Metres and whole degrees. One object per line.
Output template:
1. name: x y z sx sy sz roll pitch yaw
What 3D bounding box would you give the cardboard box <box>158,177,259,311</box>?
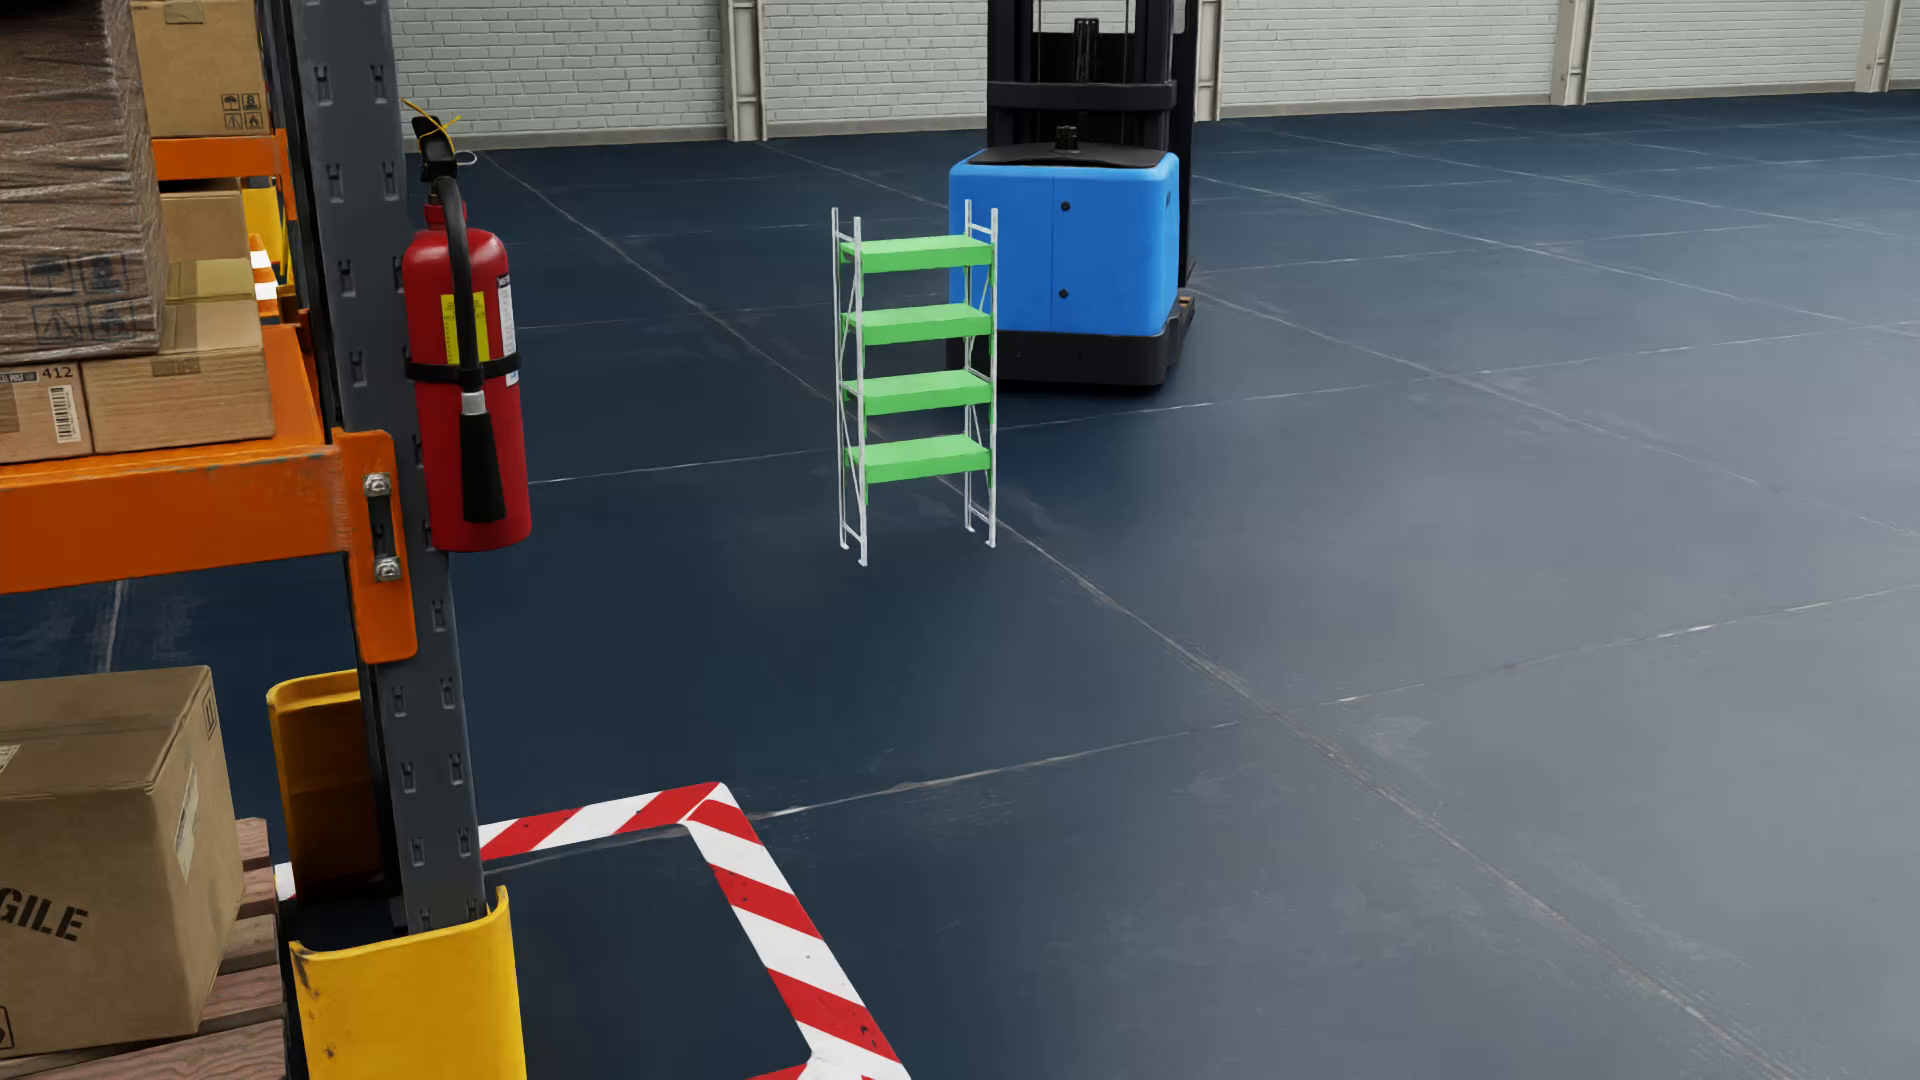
1. cardboard box: -3.524 -1.098 7.191 0.875 0.875 0.875 -8 21 -22

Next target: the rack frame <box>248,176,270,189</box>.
1. rack frame: -4.981 -3.508 11.467 0.127 3.000 1.000 -8 21 -22

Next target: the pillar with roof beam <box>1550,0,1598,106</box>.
1. pillar with roof beam: 10.286 -9.089 18.286 0.400 9.000 9.100 -8 21 -22

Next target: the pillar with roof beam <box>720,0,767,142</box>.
1. pillar with roof beam: -0.733 -7.510 13.802 0.400 9.000 9.100 -8 21 -22

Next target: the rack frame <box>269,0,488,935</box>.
1. rack frame: -1.056 -0.486 2.884 0.127 3.000 1.000 -8 21 -22

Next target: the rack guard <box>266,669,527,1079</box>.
1. rack guard: -1.126 0.704 3.271 0.348 0.500 1.175 -8 21 -22

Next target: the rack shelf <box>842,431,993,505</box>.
1. rack shelf: -0.152 -0.258 5.862 0.480 0.148 0.258 -8 21 -22

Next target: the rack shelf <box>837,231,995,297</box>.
1. rack shelf: -0.152 -0.937 5.623 0.480 0.148 0.258 -8 21 -22

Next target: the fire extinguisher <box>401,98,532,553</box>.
1. fire extinguisher: -0.768 -0.324 2.541 0.183 0.674 0.296 -8 21 -22

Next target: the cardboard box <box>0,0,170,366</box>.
1. cardboard box: -1.572 -0.609 2.637 0.500 0.500 0.875 -8 21 -22

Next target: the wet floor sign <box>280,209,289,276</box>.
1. wet floor sign: -4.383 -2.096 11.003 0.232 0.644 0.267 -1 19 -3

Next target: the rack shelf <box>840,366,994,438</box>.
1. rack shelf: -0.152 -0.484 5.782 0.480 0.148 0.258 -8 21 -22

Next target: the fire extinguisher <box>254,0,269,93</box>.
1. fire extinguisher: -4.694 -3.346 11.124 0.183 0.674 0.296 -8 21 -22

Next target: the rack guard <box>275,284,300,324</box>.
1. rack guard: -2.906 -0.835 7.642 0.348 0.500 1.175 -8 21 -22

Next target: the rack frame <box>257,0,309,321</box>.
1. rack frame: -2.928 -2.011 7.218 0.127 3.000 1.000 -8 21 -22

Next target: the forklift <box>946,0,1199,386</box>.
1. forklift: 0.734 -2.563 8.889 1.130 2.935 3.031 4 20 11

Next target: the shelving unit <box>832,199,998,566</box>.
1. shelving unit: -0.152 -0.544 5.761 0.503 1.200 0.258 -8 21 -22

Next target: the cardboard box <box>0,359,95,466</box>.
1. cardboard box: -1.466 -0.234 2.548 0.250 0.149 0.380 -8 21 -22

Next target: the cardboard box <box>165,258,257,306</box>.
1. cardboard box: -1.412 -0.402 3.026 0.250 0.149 0.380 -8 21 -22

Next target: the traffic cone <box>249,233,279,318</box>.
1. traffic cone: -4.113 -1.567 9.776 0.334 0.463 0.336 -8 21 -22

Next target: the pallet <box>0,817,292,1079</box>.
1. pallet: -1.886 0.936 3.046 1.213 0.211 1.003 -8 21 -22

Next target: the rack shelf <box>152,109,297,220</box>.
1. rack shelf: -4.764 -1.409 6.590 4.000 0.370 1.077 -8 21 -22

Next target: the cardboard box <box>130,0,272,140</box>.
1. cardboard box: -3.251 -2.019 7.015 0.550 0.550 0.875 -8 21 -22

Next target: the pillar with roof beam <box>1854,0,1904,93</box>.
1. pillar with roof beam: 15.795 -9.878 20.527 0.400 9.000 9.100 -8 21 -22

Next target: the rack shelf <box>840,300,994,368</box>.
1. rack shelf: -0.152 -0.710 5.702 0.480 0.148 0.258 -8 21 -22

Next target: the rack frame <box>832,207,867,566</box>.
1. rack frame: -0.376 -0.512 5.670 0.015 1.200 0.240 -8 21 -22

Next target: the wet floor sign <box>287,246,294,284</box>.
1. wet floor sign: -3.686 -1.508 9.335 0.232 0.644 0.267 -12 23 -31

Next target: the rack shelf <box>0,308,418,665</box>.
1. rack shelf: -2.892 0.117 2.257 4.000 0.370 1.077 -8 21 -22

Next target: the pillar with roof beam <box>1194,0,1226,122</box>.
1. pillar with roof beam: 4.776 -8.300 16.044 0.400 9.000 9.100 -8 21 -22

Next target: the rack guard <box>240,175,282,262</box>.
1. rack guard: -5.051 -2.319 11.854 0.348 0.500 1.175 -8 21 -22

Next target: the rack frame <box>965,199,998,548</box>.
1. rack frame: 0.072 -0.576 5.852 0.015 1.200 0.240 -8 21 -22

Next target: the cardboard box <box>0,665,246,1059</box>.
1. cardboard box: -1.636 0.572 3.011 0.500 0.500 0.500 -4 20 -12

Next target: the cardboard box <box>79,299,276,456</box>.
1. cardboard box: -1.236 -0.267 2.641 0.250 0.149 0.380 -8 21 -22

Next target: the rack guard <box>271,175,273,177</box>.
1. rack guard: -6.929 -3.845 16.189 0.348 0.500 1.175 -8 21 -22
